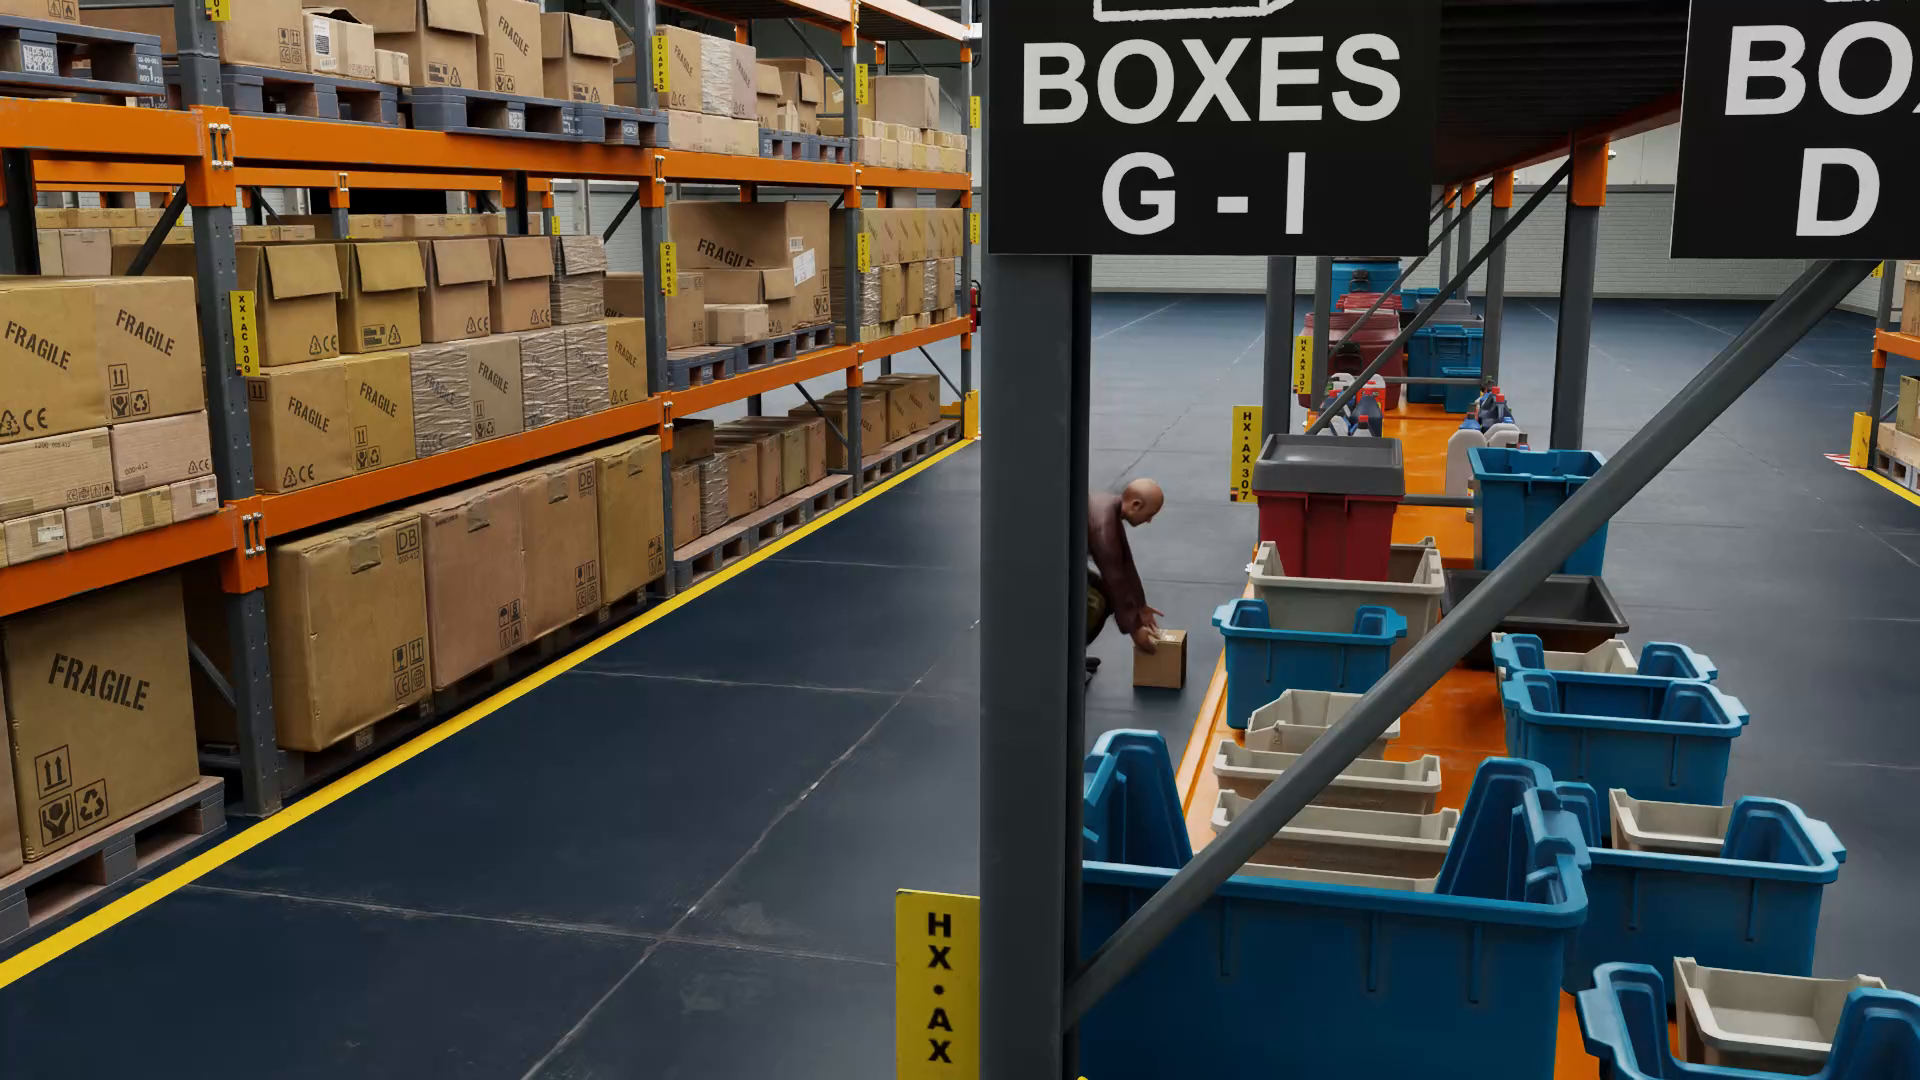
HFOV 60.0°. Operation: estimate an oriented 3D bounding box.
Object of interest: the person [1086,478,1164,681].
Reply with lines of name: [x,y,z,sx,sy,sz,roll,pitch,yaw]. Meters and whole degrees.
person: [0.653,0.197,8.798,0.880,1.072,0.614,3,12,14]
